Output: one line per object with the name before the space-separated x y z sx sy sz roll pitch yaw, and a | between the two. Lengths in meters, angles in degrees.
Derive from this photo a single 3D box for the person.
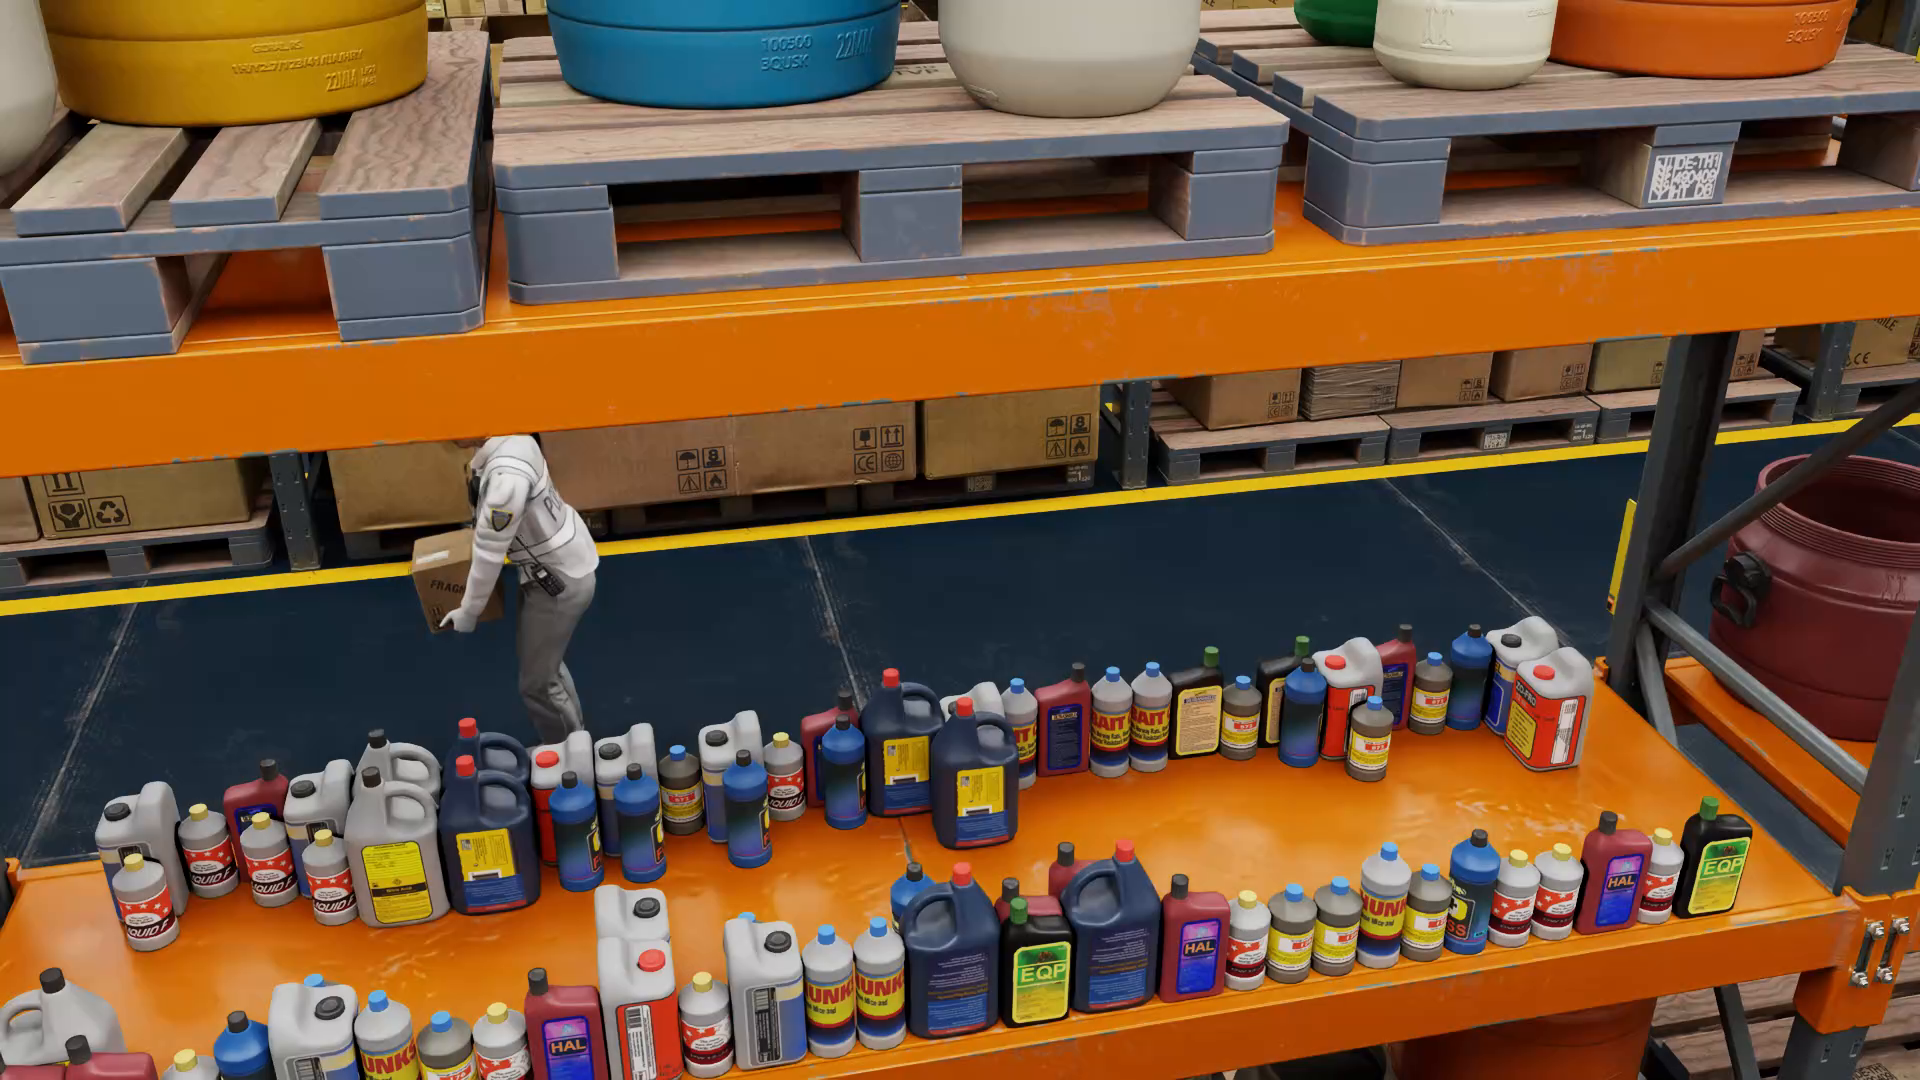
person | -1.539 0.169 5.828 0.555 1.632 0.413 -6 28 -12
